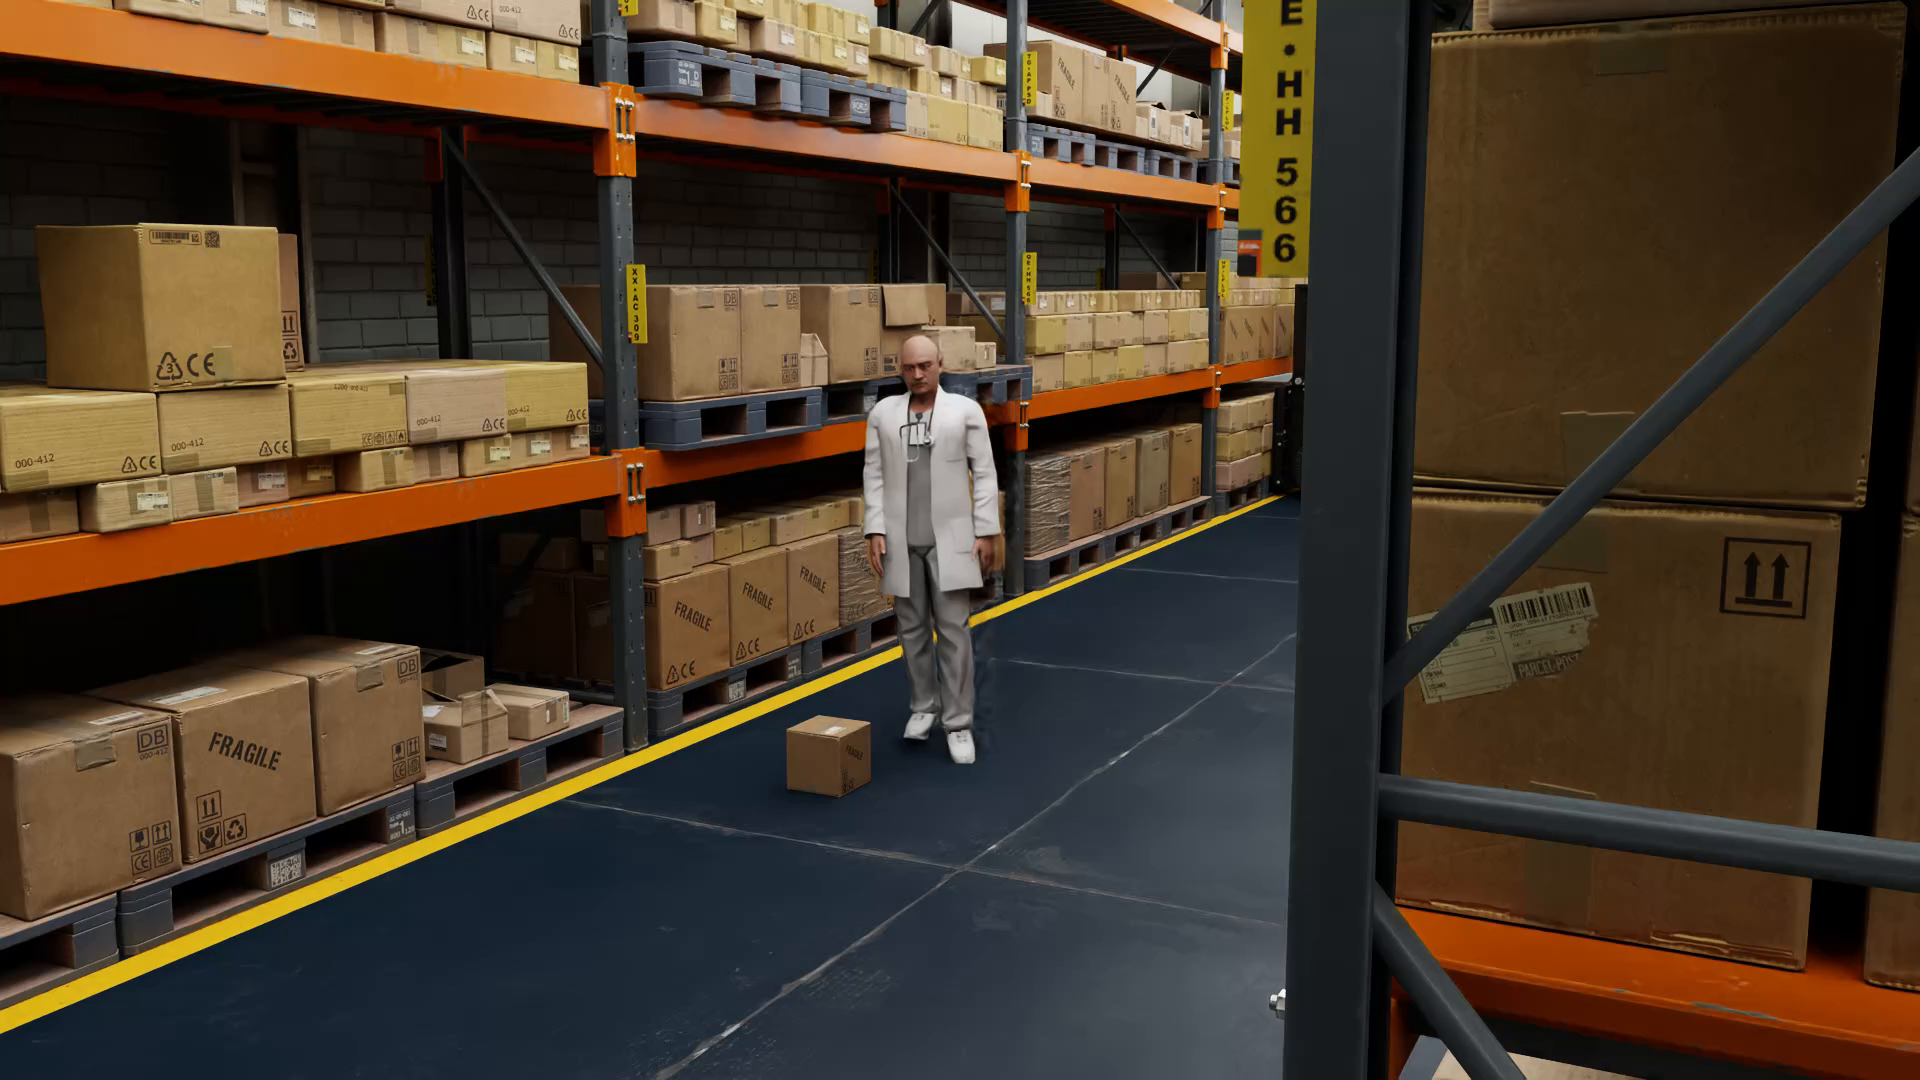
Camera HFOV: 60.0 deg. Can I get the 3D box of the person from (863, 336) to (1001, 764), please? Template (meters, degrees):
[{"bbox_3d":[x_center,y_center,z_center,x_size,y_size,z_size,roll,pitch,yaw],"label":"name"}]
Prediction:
[{"bbox_3d":[-0.138,0.027,7.224,0.614,1.812,0.548,2,9,10],"label":"person"}]
